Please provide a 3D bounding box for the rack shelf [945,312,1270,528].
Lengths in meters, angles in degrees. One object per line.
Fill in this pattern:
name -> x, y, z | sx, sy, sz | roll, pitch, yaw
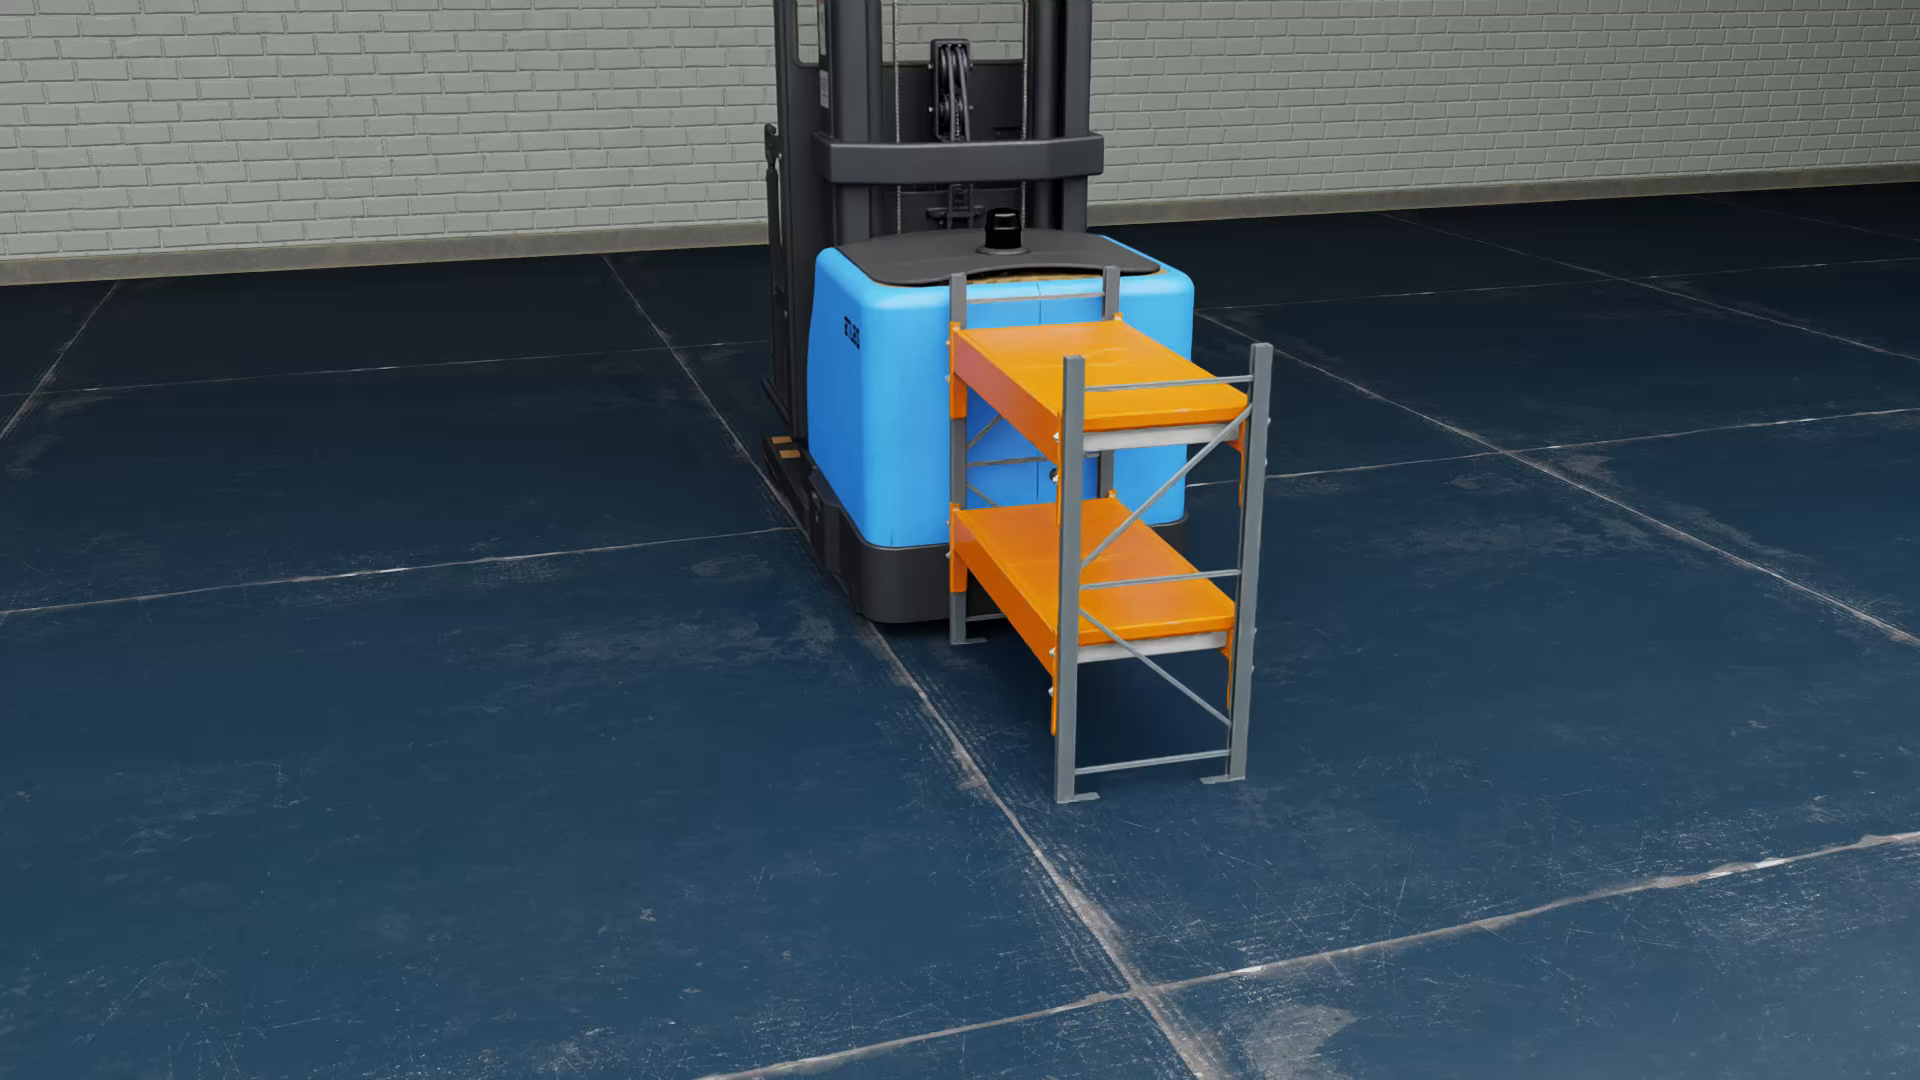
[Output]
rack shelf -> 0.346, -0.344, 4.344 | 0.538, 0.278, 1.000 | -5, 20, -14

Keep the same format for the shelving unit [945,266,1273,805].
shelving unit -> 0.346, -0.069, 4.443 | 0.538, 1.125, 1.048 | -5, 20, -14

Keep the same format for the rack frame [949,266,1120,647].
rack frame -> 0.215, -0.235, 4.905 | 0.500, 1.125, 0.032 | -5, 20, -14

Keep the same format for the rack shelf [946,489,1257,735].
rack shelf -> 0.346, 0.162, 4.526 | 0.538, 0.278, 1.000 | -5, 20, -14

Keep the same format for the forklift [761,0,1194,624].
forklift -> -0.157, -1.592, 6.012 | 1.130, 2.935, 3.031 | -5, 20, -14

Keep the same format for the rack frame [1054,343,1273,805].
rack frame -> 0.478, 0.097, 3.981 | 0.500, 1.125, 0.032 | -5, 20, -14
